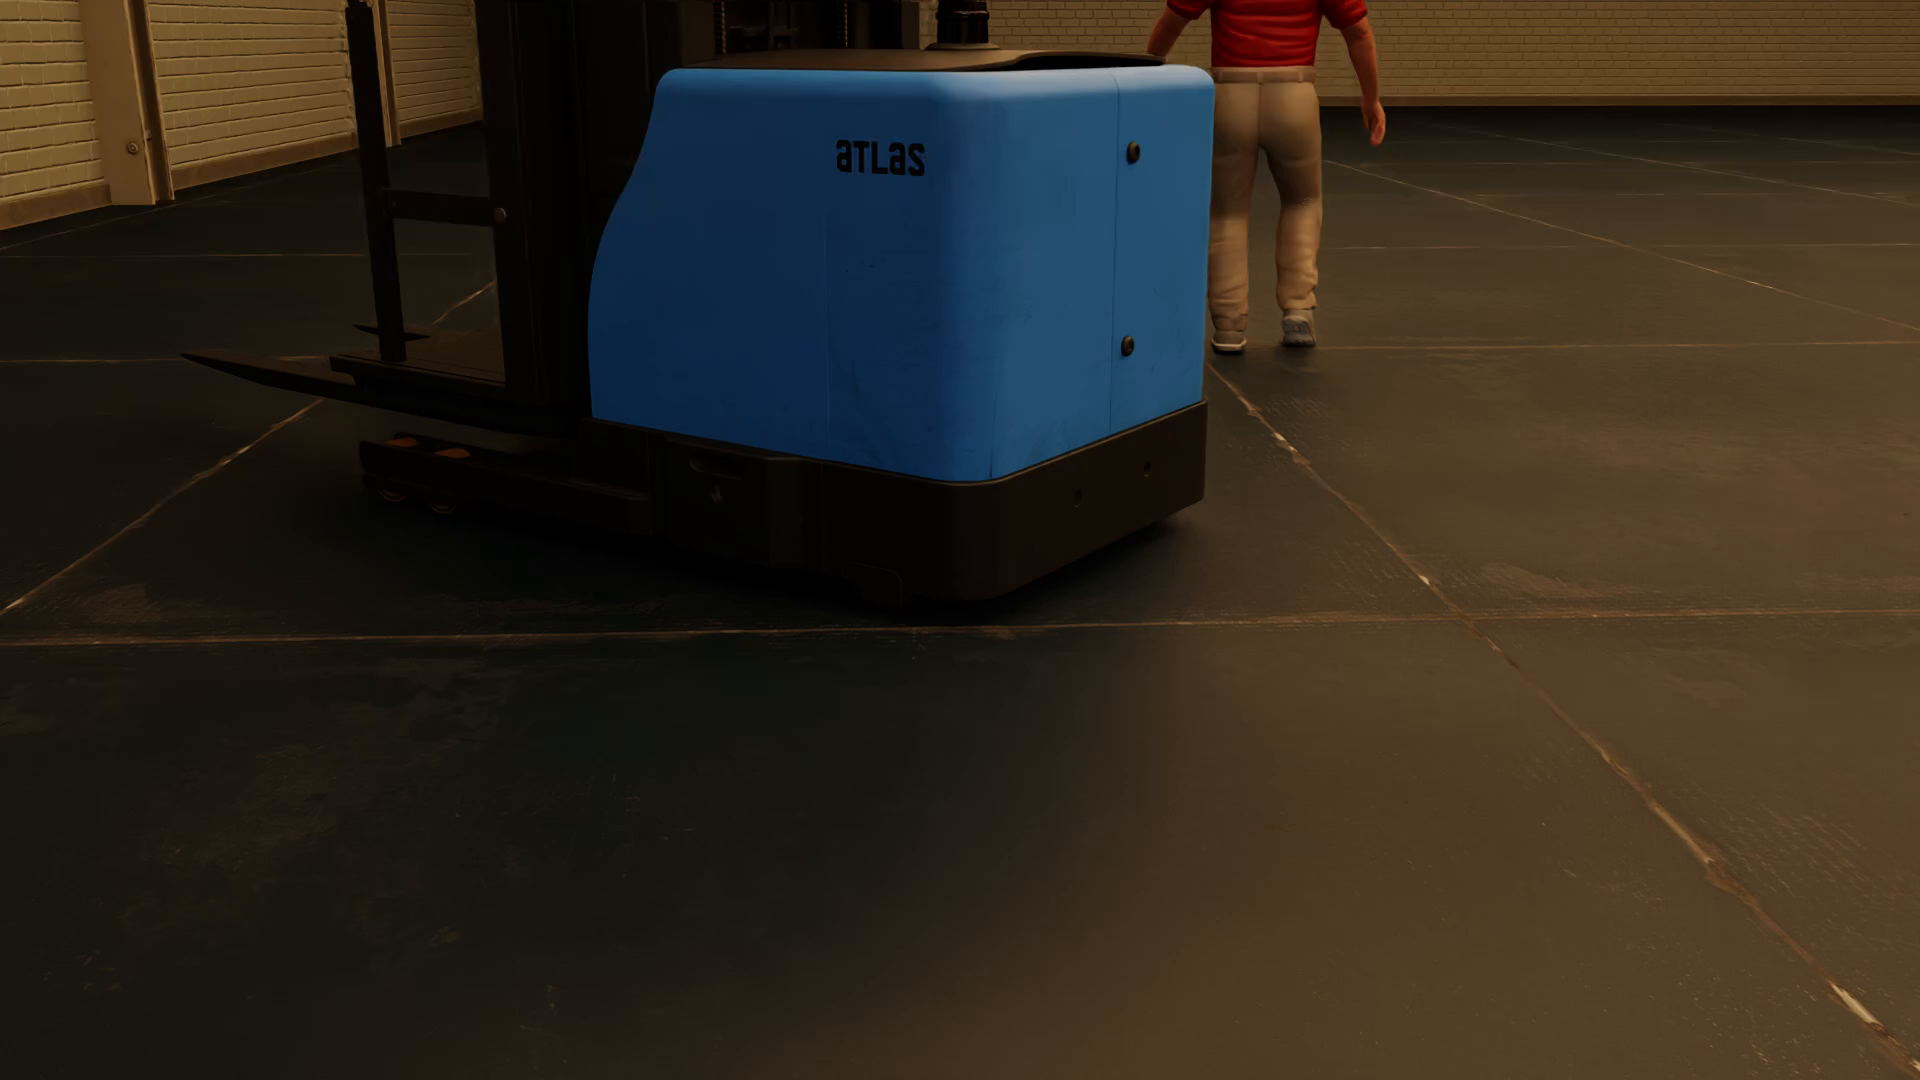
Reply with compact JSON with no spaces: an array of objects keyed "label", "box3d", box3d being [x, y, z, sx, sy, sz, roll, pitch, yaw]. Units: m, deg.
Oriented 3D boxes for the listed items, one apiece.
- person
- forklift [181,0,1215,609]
[{"label":"person","box3d":[1.089,-1.524,6.101,0.923,1.756,0.464,4,17,12]},{"label":"forklift","box3d":[-0.910,-1.578,4.065,3.031,2.935,1.130,12,20,33]}]
